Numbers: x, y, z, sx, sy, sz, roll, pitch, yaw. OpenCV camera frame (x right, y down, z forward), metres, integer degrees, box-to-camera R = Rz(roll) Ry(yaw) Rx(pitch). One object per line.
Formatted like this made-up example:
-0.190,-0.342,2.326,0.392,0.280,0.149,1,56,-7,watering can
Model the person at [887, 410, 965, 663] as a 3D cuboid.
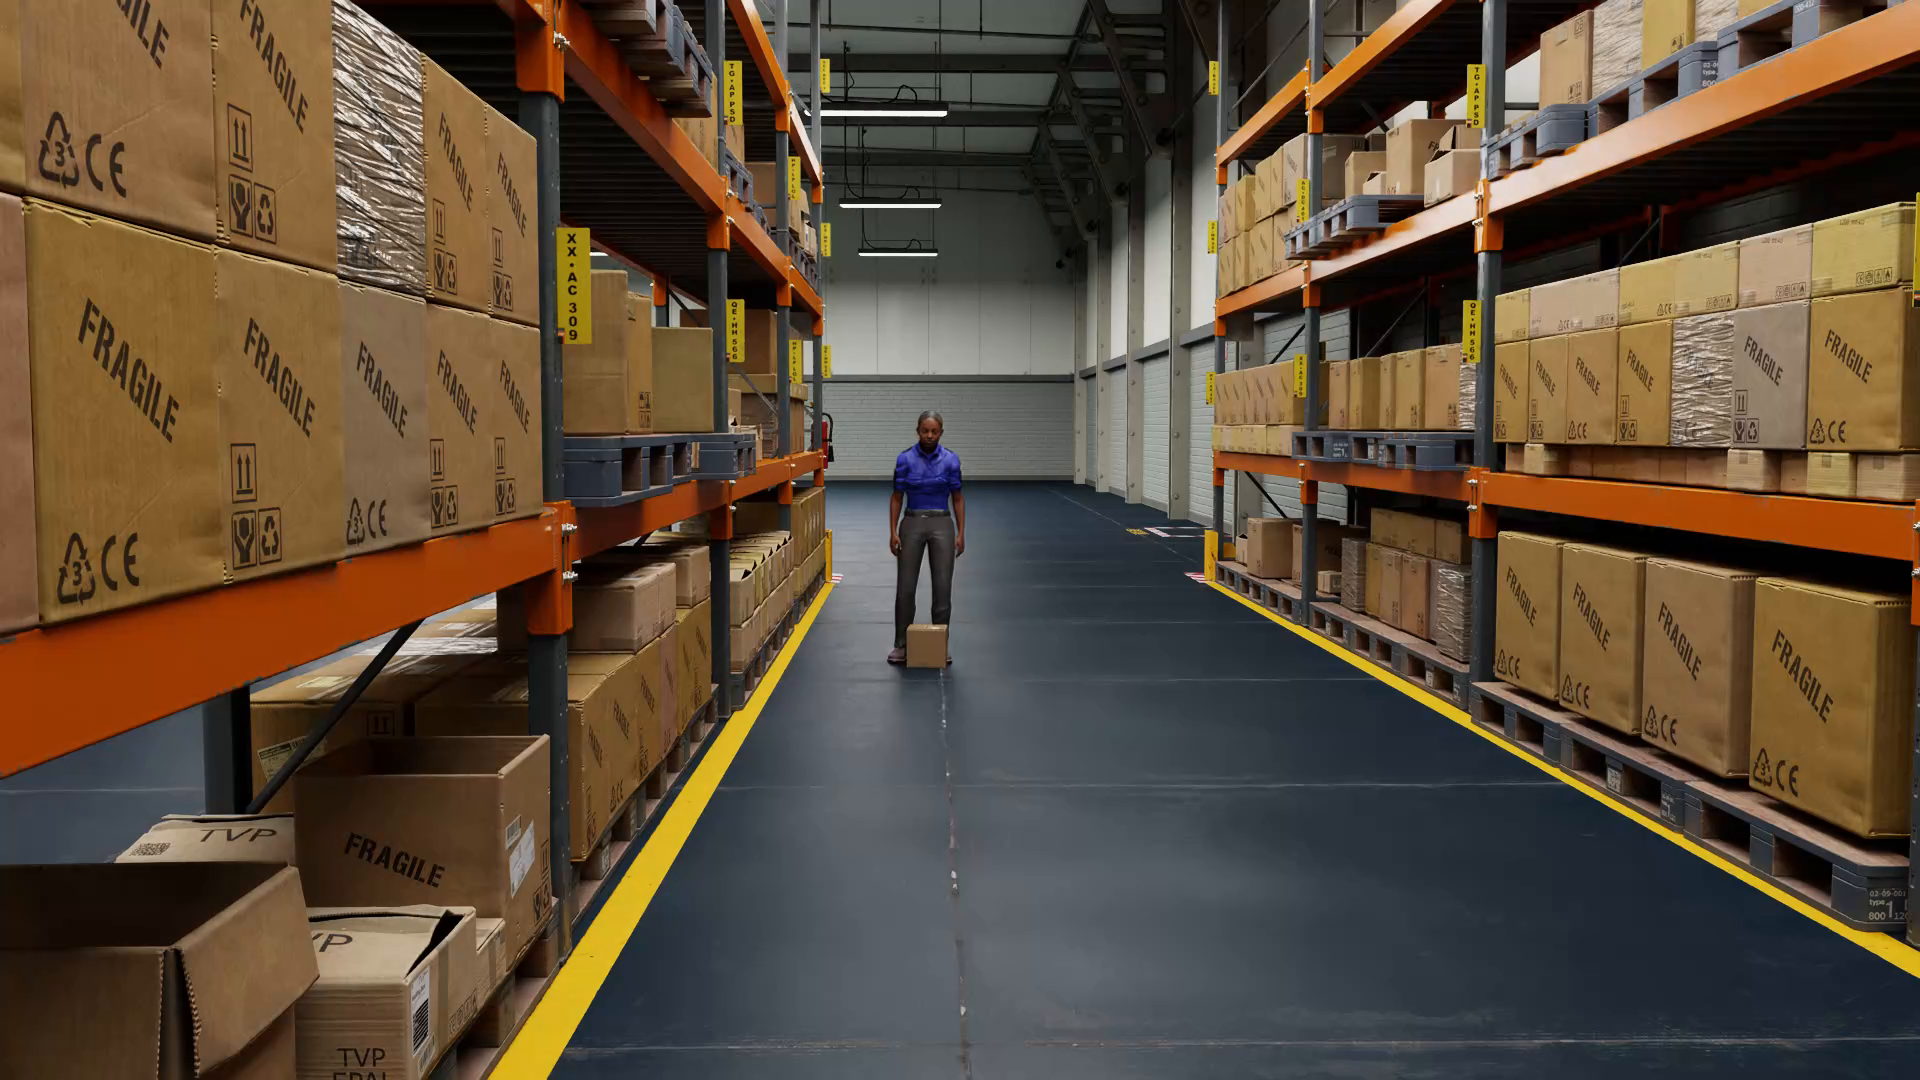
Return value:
-0.223,-0.027,10.933,0.516,1.654,0.392,0,4,-1,person
